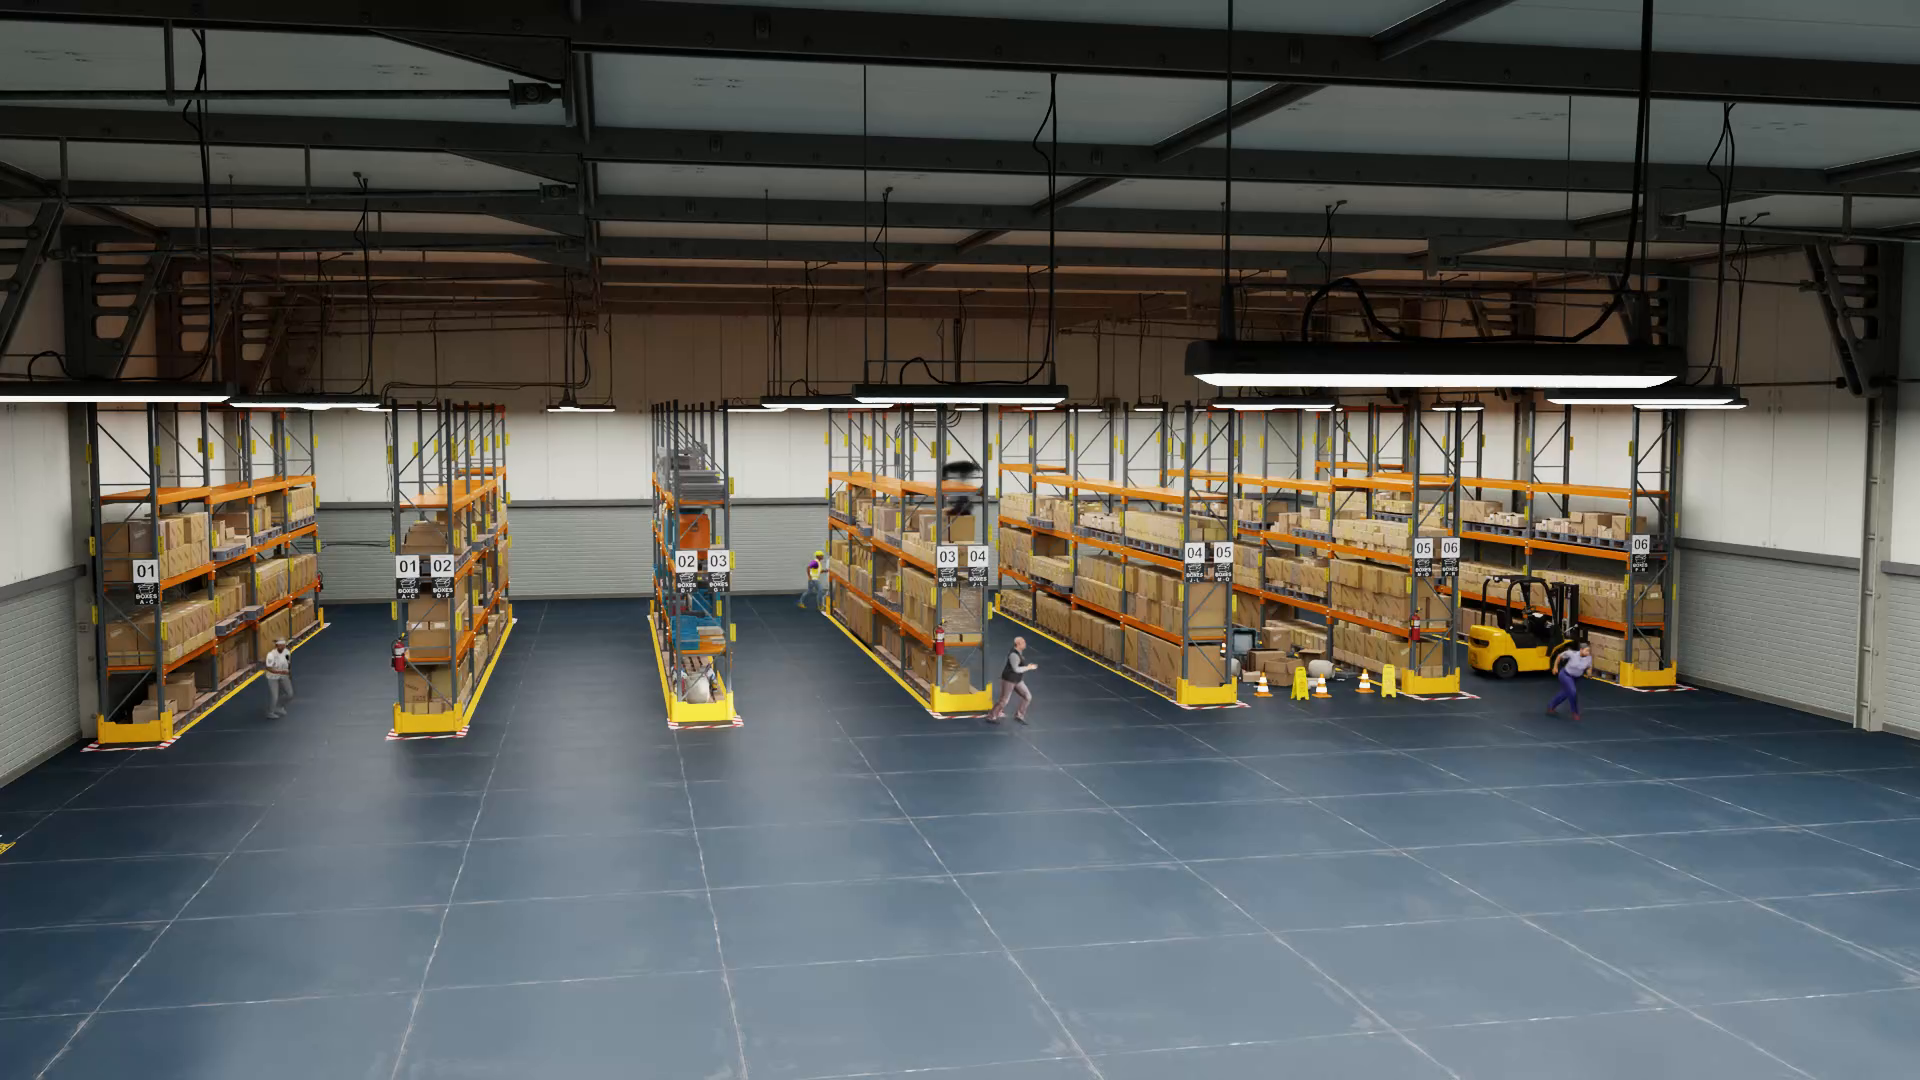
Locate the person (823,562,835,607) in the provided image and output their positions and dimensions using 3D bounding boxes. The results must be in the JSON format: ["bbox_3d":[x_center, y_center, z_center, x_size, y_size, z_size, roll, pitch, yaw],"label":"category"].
[{"bbox_3d":[-3.721,1.138,49.156,0.926,1.771,0.715,2,5,30],"label":"person"}]

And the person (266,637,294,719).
[{"bbox_3d":[-12.775,2.588,31.233,0.766,1.574,0.576,3,5,37],"label":"person"}]

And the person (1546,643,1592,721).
[{"bbox_3d":[11.489,2.616,31.276,0.574,1.463,1.038,-1,5,-19],"label":"person"}]

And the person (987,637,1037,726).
[{"bbox_3d":[0.950,2.591,30.359,0.961,1.673,0.579,2,5,21],"label":"person"}]

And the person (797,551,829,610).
[{"bbox_3d":[-4.262,1.175,48.640,1.010,1.733,0.698,0,4,-6],"label":"person"}]
